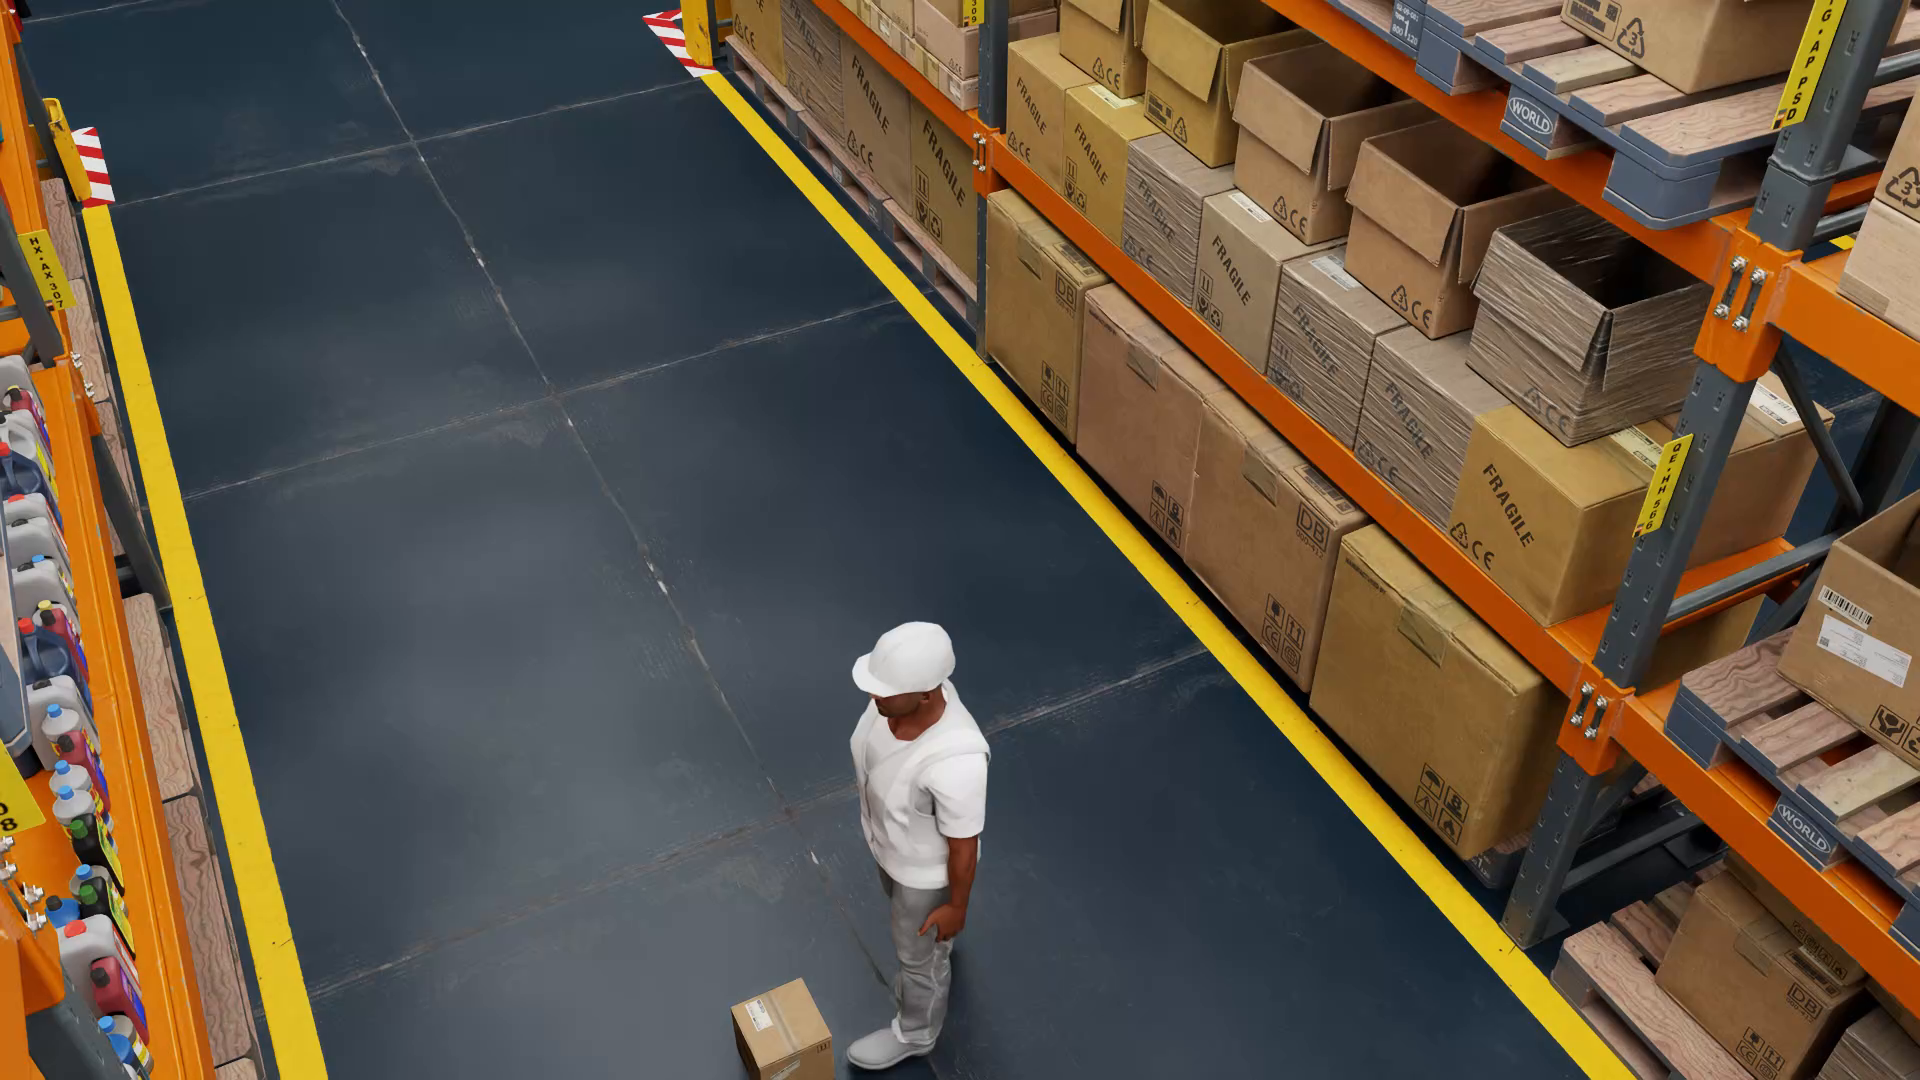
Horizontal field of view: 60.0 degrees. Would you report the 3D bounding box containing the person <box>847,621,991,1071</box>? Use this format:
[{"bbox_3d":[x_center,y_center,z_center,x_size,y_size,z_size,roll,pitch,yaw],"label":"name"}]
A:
[{"bbox_3d":[-0.173,0.939,5.064,0.533,1.776,0.588,-18,44,-19],"label":"person"}]
